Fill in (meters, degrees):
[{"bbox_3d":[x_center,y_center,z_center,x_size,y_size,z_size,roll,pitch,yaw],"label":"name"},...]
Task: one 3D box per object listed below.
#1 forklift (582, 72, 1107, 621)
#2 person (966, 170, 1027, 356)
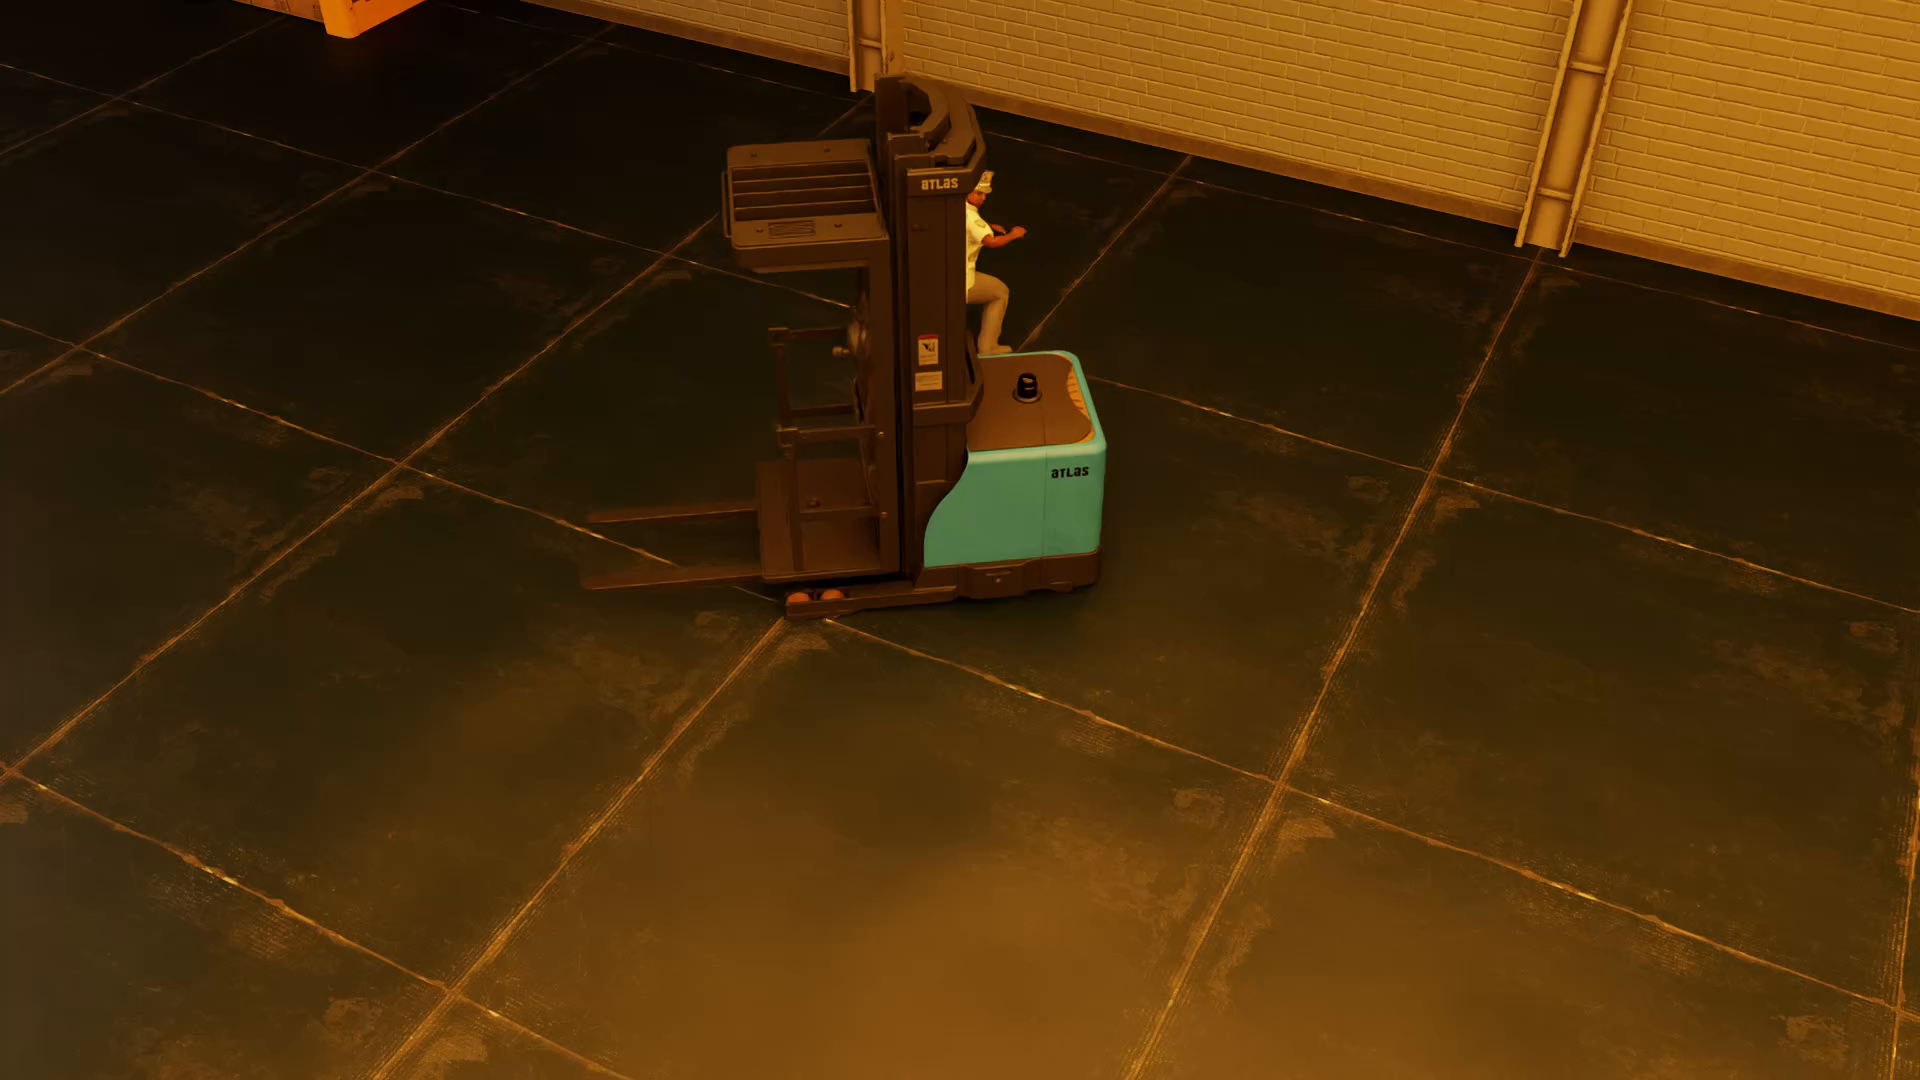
[{"bbox_3d":[-0.724,-1.013,9.190,3.031,2.935,1.130,-5,40,-6],"label":"forklift"},{"bbox_3d":[0.156,-1.906,11.458,0.893,1.414,0.716,-27,47,-28],"label":"person"}]
